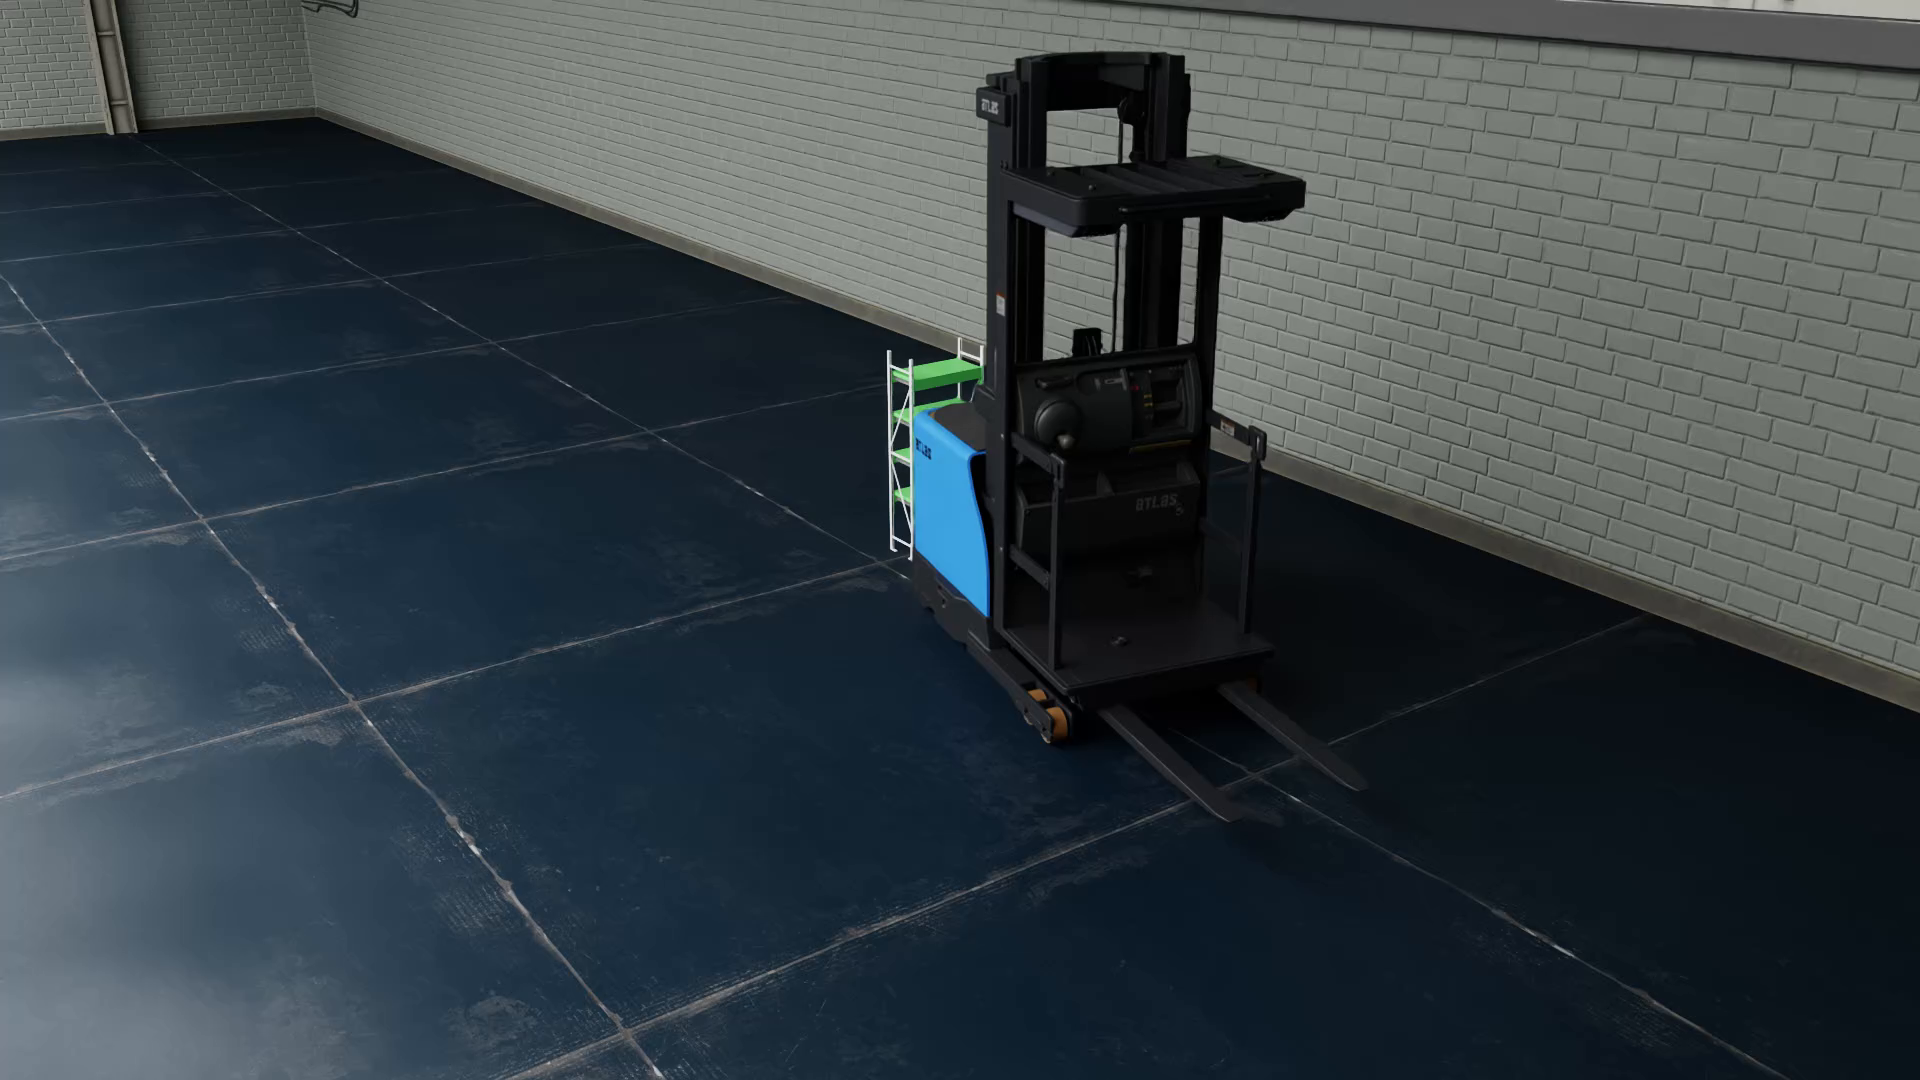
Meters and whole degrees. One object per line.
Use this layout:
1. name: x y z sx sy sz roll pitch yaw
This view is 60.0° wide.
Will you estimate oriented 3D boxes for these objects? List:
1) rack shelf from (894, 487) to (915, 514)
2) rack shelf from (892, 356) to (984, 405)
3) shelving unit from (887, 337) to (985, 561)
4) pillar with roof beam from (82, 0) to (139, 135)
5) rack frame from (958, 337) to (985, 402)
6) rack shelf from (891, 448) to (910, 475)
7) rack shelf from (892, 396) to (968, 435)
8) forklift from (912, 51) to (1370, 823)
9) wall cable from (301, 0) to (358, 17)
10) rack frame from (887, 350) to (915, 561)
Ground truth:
1. rack shelf: -0.134 -0.239 9.697 0.480 0.148 0.258 -15 26 -33
2. rack shelf: -0.134 -0.908 9.430 0.480 0.148 0.258 -15 26 -33
3. shelving unit: -0.134 -0.521 9.584 0.503 1.200 0.258 -15 26 -33
4. pillar with roof beam: -10.399 -9.167 20.728 0.400 9.000 9.100 -15 26 -33
5. rack frame: 0.064 -0.574 9.717 0.015 1.200 0.240 -15 26 -33
6. rack shelf: -0.134 -0.462 9.608 0.480 0.148 0.258 -15 26 -33
7. rack shelf: -0.134 -0.685 9.519 0.480 0.148 0.258 -15 26 -33
8. forklift: 0.778 -0.613 7.478 1.130 2.935 3.031 -9 23 -21
9. wall cable: -9.750 -9.260 25.150 0.112 2.526 3.097 -15 26 -33
10. rack frame: -0.332 -0.469 9.452 0.015 1.200 0.240 -15 26 -33
